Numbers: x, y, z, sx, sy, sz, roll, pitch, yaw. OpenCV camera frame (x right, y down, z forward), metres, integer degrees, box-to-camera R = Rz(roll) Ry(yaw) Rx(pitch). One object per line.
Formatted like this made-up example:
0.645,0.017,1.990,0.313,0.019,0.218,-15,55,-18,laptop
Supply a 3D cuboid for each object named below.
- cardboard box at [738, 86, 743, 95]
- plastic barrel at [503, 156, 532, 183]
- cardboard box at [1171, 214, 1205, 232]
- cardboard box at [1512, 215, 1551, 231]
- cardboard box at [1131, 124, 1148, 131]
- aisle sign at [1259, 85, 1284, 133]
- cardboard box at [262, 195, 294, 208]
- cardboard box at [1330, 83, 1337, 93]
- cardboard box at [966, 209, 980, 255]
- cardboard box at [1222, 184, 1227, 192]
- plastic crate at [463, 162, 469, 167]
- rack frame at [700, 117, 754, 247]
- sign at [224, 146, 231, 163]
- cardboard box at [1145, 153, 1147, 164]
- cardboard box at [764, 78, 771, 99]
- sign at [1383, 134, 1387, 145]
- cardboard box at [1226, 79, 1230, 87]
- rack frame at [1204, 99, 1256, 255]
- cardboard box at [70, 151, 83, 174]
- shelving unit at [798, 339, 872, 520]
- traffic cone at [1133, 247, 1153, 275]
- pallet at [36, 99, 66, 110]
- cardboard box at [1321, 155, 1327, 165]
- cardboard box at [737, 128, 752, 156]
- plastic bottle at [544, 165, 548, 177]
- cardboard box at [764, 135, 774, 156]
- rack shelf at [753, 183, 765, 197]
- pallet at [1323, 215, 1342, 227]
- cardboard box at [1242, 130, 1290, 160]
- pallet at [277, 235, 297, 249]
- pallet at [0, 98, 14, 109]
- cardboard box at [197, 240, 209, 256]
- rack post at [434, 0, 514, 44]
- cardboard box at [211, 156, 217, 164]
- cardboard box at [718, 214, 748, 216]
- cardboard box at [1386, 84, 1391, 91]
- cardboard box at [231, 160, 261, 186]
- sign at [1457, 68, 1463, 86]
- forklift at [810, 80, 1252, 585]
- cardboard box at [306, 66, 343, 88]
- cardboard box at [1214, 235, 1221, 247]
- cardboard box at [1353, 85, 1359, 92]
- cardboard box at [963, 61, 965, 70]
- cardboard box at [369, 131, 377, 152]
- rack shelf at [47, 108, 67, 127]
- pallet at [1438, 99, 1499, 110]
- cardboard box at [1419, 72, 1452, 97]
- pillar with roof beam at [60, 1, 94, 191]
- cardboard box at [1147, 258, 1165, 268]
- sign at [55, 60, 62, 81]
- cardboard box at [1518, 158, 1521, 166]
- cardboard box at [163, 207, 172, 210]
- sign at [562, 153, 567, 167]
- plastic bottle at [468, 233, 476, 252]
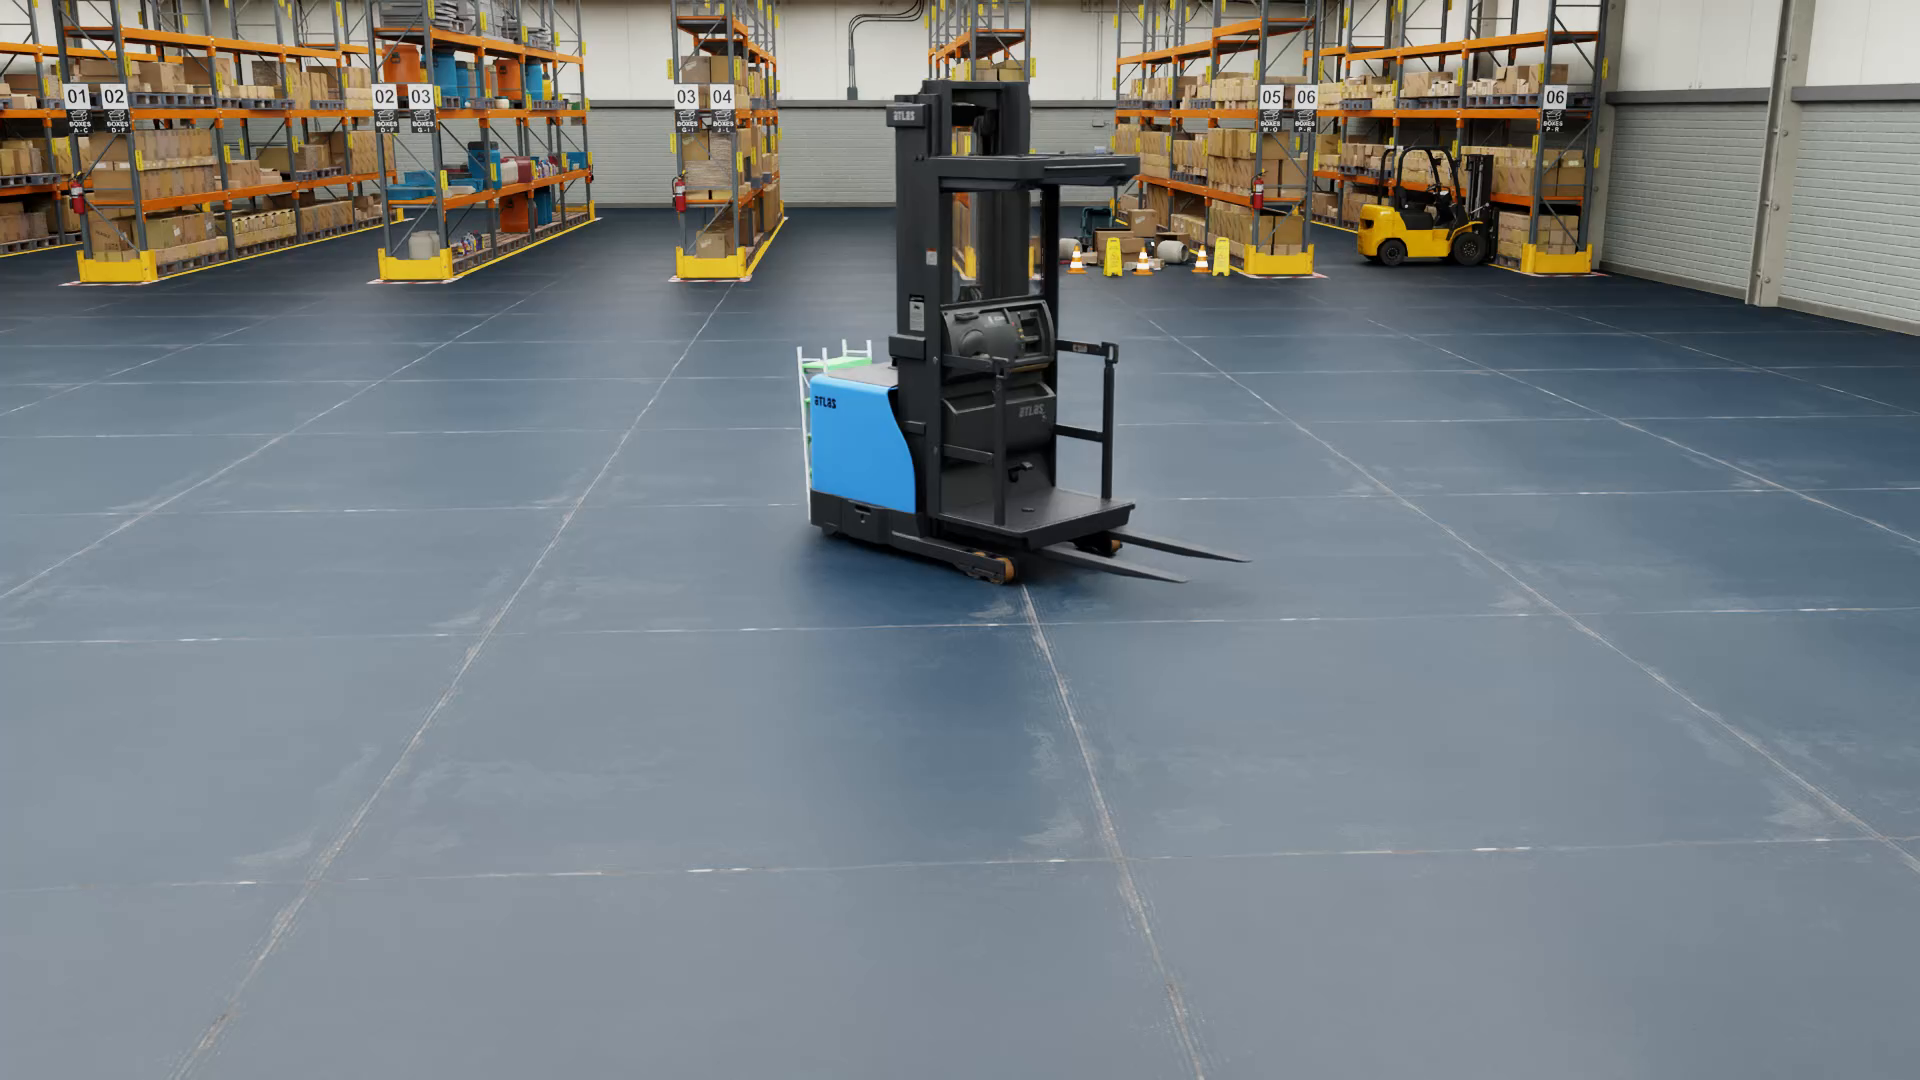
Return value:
-4.133,-8.146,30.149,0.380,0.149,0.250,0,14,-1,cardboard box
-9.388,-7.851,35.246,0.600,0.536,0.708,-1,14,-3,plastic barrel
5.140,-6.915,36.314,0.950,0.372,0.625,-2,15,-7,cardboard box
10.225,-5.679,29.746,0.500,0.250,0.500,0,14,-2,cardboard box
4.514,-10.357,41.752,0.380,0.149,0.250,-1,14,-5,cardboard box
5.325,-7.375,28.451,0.394,0.787,0.004,-1,14,-3,aisle sign
-14.963,-7.429,36.507,0.500,0.250,0.500,0,14,-1,cardboard box
9.509,-11.212,41.262,0.500,0.250,0.500,-1,14,-4,cardboard box
0.569,-5.376,29.322,0.875,0.875,0.875,-1,14,-3,cardboard box
5.132,-6.607,31.190,0.380,0.149,0.250,-1,14,-3,cardboard box
-9.925,-7.520,34.105,0.402,0.464,0.583,-1,14,-3,plastic crate
-4.528,-6.977,32.124,1.000,3.000,0.127,-1,14,-3,rack frame
-13.862,-7.292,31.451,0.100,0.325,0.005,-1,14,-3,sign
4.673,-9.046,39.464,0.500,0.250,0.500,-1,14,-3,cardboard box
-5.052,-11.179,41.193,0.700,0.500,0.500,0,14,-1,cardboard box
10.375,-9.768,40.646,0.100,0.325,0.005,-1,14,-3,sign
5.165,-8.507,30.956,0.380,0.149,0.250,-1,14,-5,cardboard box
5.363,-7.130,32.719,1.000,3.000,0.127,-1,14,-3,rack frame
-19.405,-8.200,36.039,0.500,0.500,0.500,0,14,-2,cardboard box
-0.835,-0.765,11.562,0.258,1.200,0.503,6,15,34,shelving unit
3.210,-4.892,29.112,0.336,0.463,0.334,-1,14,-3,traffic cone
-19.700,-9.263,35.368,1.213,0.211,1.003,0,14,-1,pallet
9.483,-9.640,42.179,0.500,0.250,0.500,-1,14,-4,cardboard box
-4.226,-7.546,31.532,0.500,0.500,0.500,-1,14,-3,cardboard box
-9.558,-8.488,38.243,0.152,0.276,0.135,-1,14,-3,plastic bottle
-4.821,-9.647,40.700,0.500,0.500,0.500,-1,14,-3,cardboard box
-4.652,-7.126,34.147,1.077,0.370,4.000,-1,14,-3,rack shelf
9.780,-8.018,41.765,1.003,0.211,1.213,-1,14,-3,pallet
5.361,-6.936,29.159,0.700,0.500,0.500,-1,14,-5,cardboard box
-14.651,-6.264,34.949,1.003,0.211,1.213,-1,14,-3,pallet
-19.359,-8.523,32.488,1.213,0.211,1.003,-1,14,-3,pallet
-14.102,-5.336,30.423,0.500,0.250,0.500,-1,14,-3,cardboard box
-9.679,-10.391,32.953,1.013,1.000,3.121,-1,14,-3,rack post
-14.185,-7.124,31.190,0.380,0.149,0.250,-1,14,-3,cardboard box
-4.590,-6.391,33.979,0.700,0.500,0.500,-2,15,-8,cardboard box
9.775,-10.133,37.274,0.380,0.149,0.250,-1,14,-5,cardboard box
-14.543,-7.451,33.767,0.500,0.500,0.500,-2,15,-6,cardboard box
9.776,-9.052,32.501,0.100,0.325,0.005,-1,14,-3,sign
0.396,-1.294,10.173,3.031,2.935,1.130,14,20,43,forklift
-14.979,-10.921,39.223,0.700,0.500,0.500,-1,14,-3,cardboard box
5.174,-5.719,31.908,0.500,0.250,0.500,0,14,0,cardboard box
9.505,-10.651,39.245,0.380,0.149,0.250,-1,14,-4,cardboard box
0.255,-8.334,29.237,0.380,0.149,0.250,-1,14,-3,cardboard box
-14.756,-9.854,41.096,0.500,0.500,0.500,0,14,-2,cardboard box
-19.731,-9.344,36.748,1.077,0.370,4.000,-1,14,-3,rack shelf
10.249,-8.787,33.522,0.805,0.209,1.217,-1,15,-6,pallet
9.934,-9.518,34.737,0.500,0.500,0.500,-1,14,-2,cardboard box
-16.465,-11.870,39.101,9.100,9.000,0.400,-1,14,-3,pillar with roof beam
3.513,-5.049,30.353,0.380,0.149,0.250,7,16,26,cardboard box
-14.710,-7.669,27.174,0.100,0.325,0.005,-1,14,-3,sign
10.263,-6.786,29.879,0.380,0.149,0.250,-1,14,-2,cardboard box
-19.857,-8.171,40.936,0.700,0.500,0.500,-1,14,-2,cardboard box
-9.418,-9.032,39.557,0.100,0.325,0.005,-1,14,-3,sign
-9.112,-5.547,31.000,0.144,0.351,0.185,-1,14,-4,plastic bottle
